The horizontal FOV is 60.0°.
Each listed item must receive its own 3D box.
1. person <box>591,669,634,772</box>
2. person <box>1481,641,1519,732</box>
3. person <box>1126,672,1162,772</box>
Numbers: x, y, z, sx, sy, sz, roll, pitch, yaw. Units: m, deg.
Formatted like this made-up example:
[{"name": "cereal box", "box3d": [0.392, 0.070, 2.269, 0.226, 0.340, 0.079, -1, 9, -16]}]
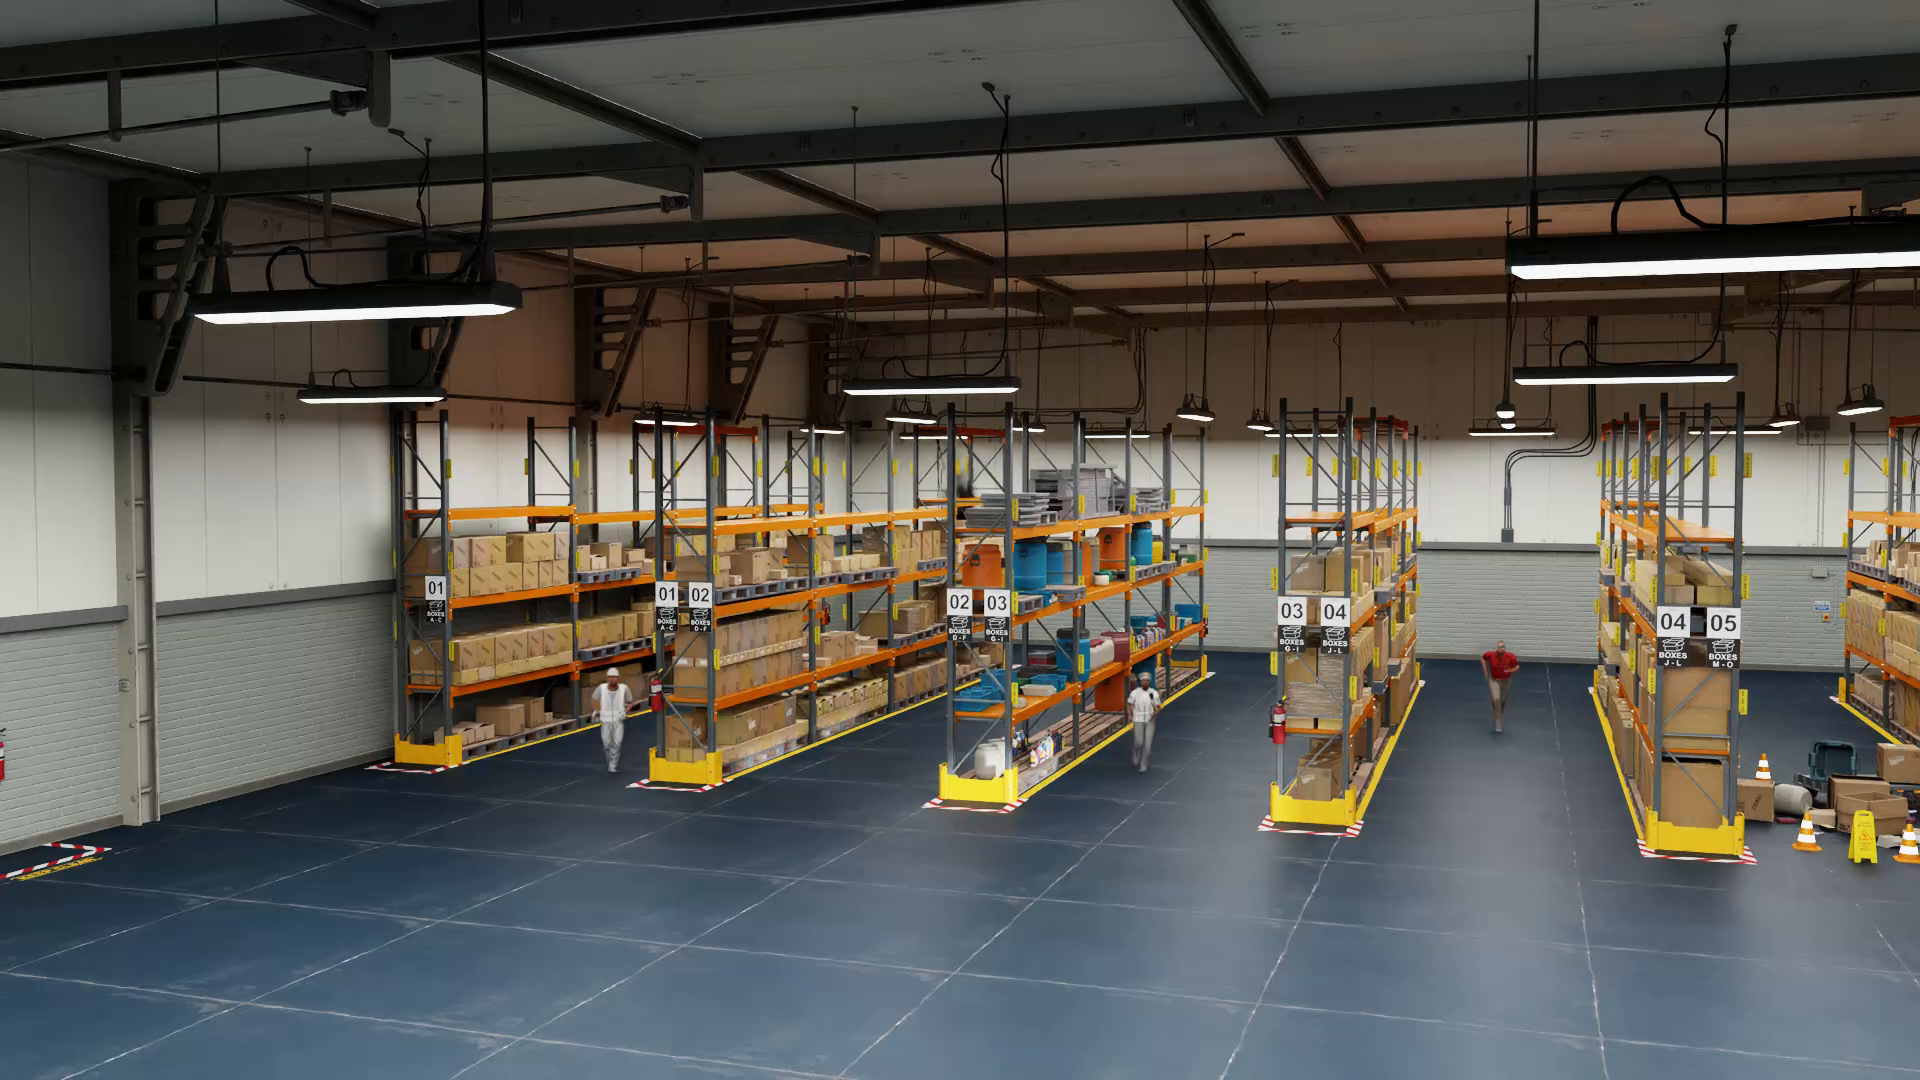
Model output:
[{"name": "person", "box3d": [-5.744, 2.972, 27.495, 0.710, 1.716, 0.637, 0, 2, -10]}, {"name": "person", "box3d": [10.398, 2.797, 32.032, 0.659, 1.752, 1.003, 0, 2, 9]}, {"name": "person", "box3d": [3.040, 3.008, 27.451, 0.583, 1.642, 0.560, 0, 2, 3]}]
